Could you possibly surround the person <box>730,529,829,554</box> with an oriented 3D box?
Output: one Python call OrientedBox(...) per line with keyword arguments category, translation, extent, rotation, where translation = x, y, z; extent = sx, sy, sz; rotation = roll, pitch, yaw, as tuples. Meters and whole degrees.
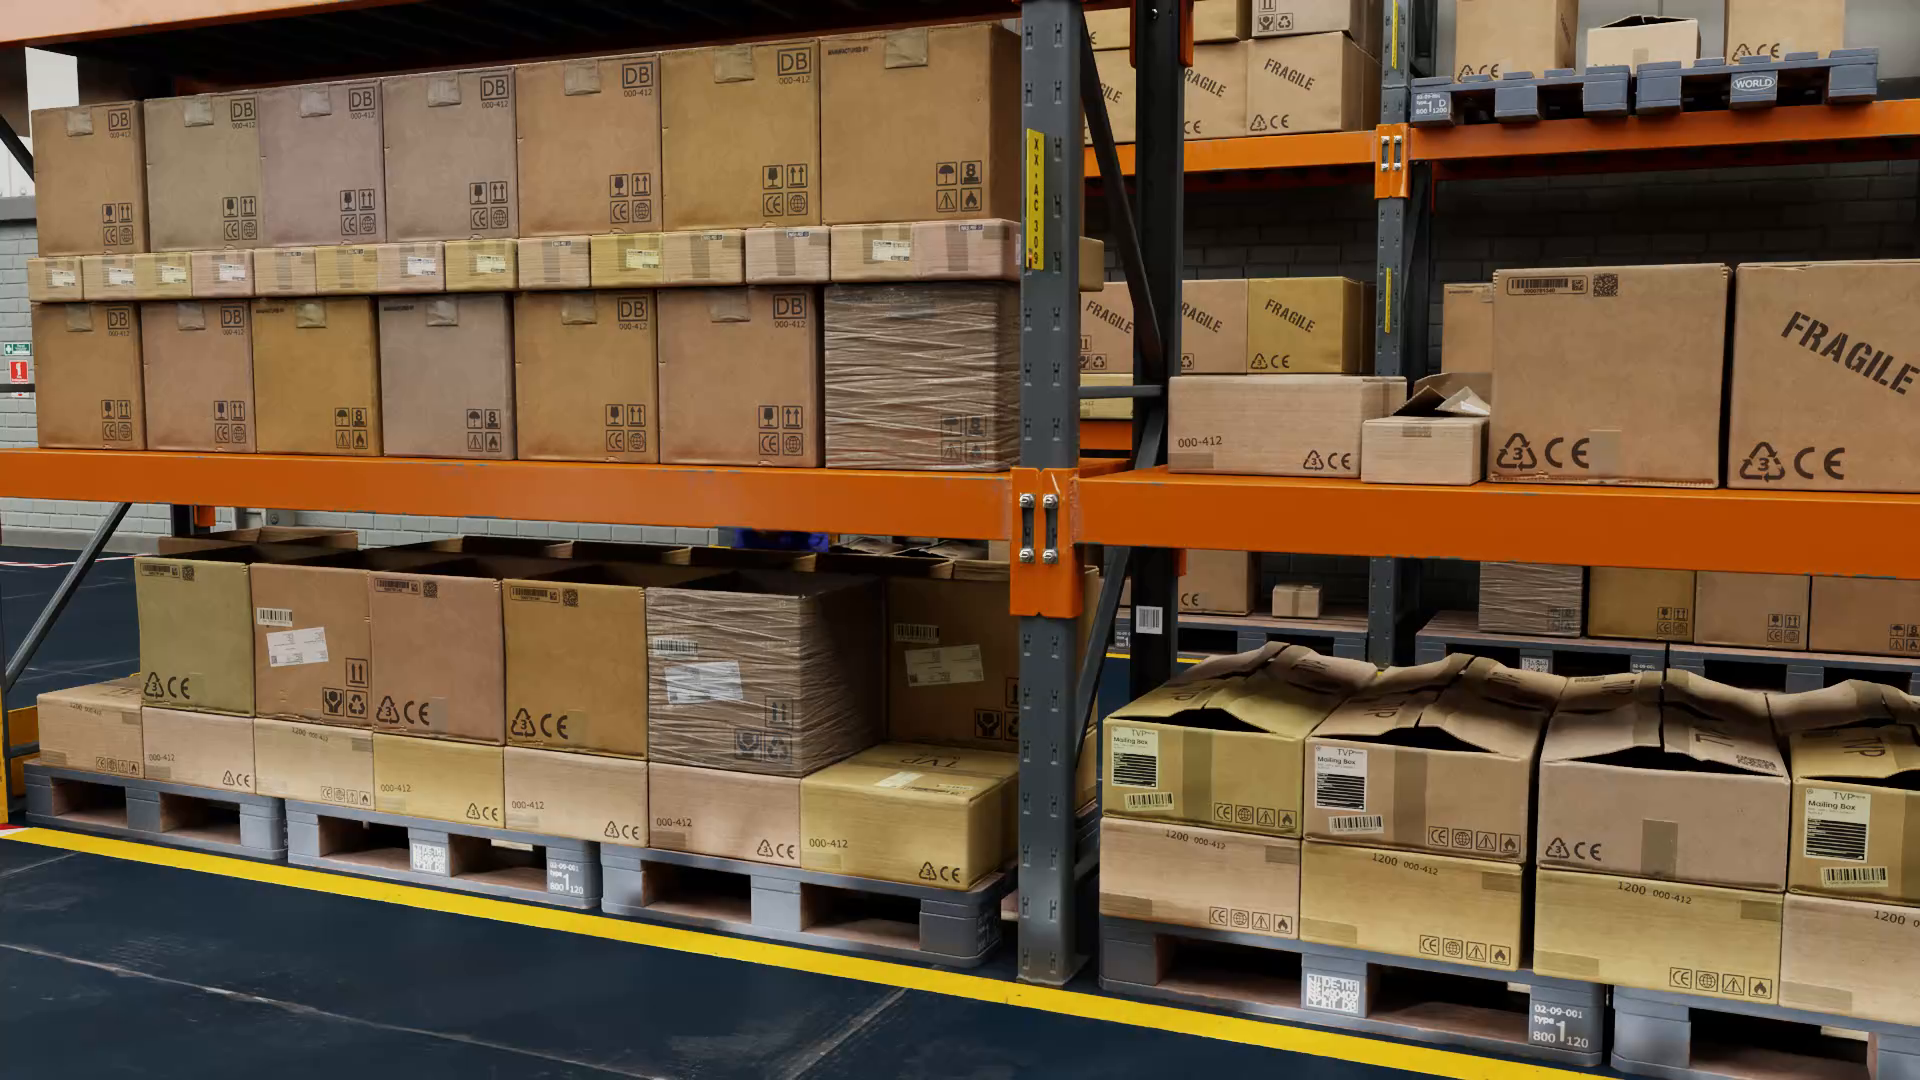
OrientedBox(category="person", translation=(-0.738, 0.288, 7.292), extent=(0.500, 1.106, 0.749), rotation=(2, 6, 23))
